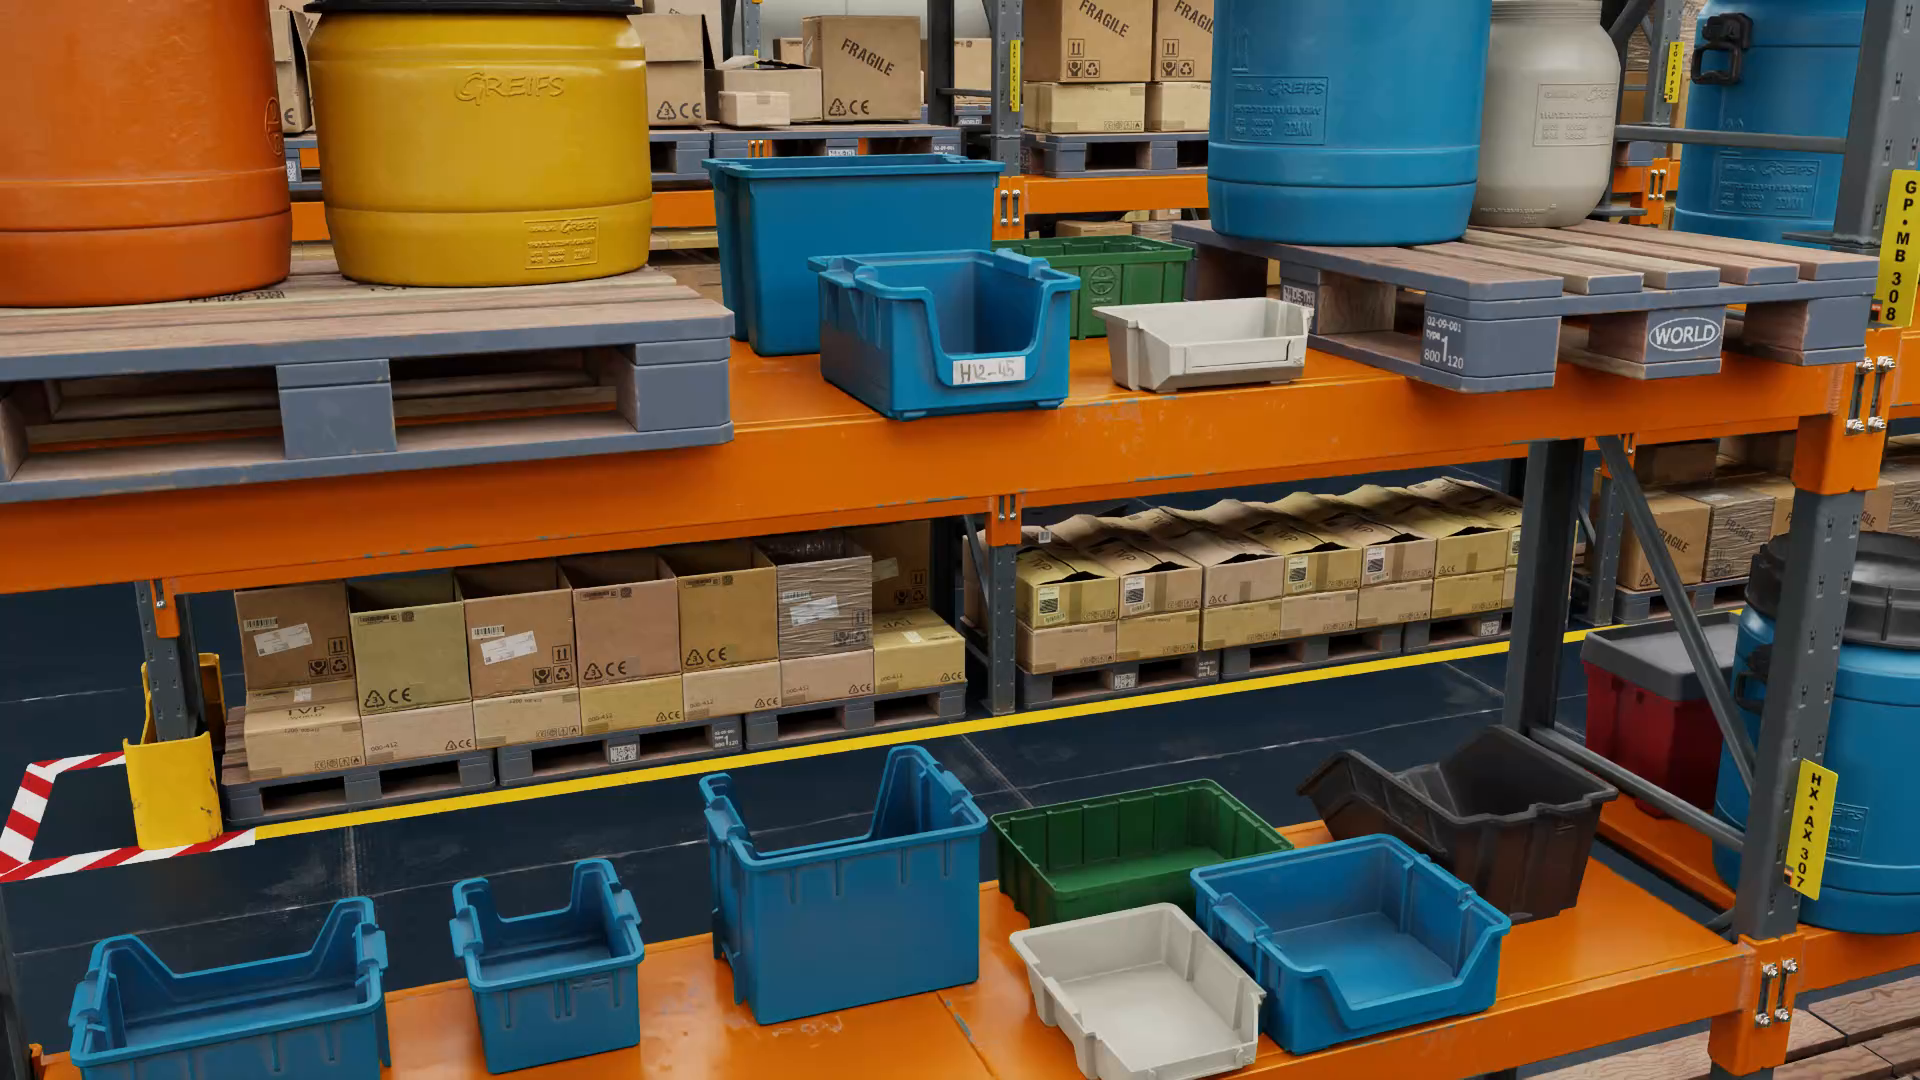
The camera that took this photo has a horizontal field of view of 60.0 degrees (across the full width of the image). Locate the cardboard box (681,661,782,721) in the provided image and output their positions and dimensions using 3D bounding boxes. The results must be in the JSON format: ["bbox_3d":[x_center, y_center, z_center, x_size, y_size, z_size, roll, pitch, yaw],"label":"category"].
[{"bbox_3d":[-1.226,0.694,8.545,0.500,0.250,0.500,-6,17,-20],"label":"cardboard box"}]

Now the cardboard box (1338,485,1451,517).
[{"bbox_3d":[2.714,-0.154,10.437,0.500,0.311,0.500,-7,18,-21],"label":"cardboard box"}]

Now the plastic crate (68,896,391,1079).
[{"bbox_3d":[-1.545,1.019,3.568,0.616,0.251,0.499,-6,17,-20],"label":"plastic crate"}]

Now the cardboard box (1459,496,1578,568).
[{"bbox_3d":[3.395,-0.067,10.141,0.500,0.311,0.500,-6,17,-19],"label":"cardboard box"}]

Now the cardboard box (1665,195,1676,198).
[{"bbox_3d":[7.627,-3.082,16.737,0.700,0.700,0.980,-7,18,-23],"label":"cardboard box"}]

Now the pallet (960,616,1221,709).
[{"bbox_3d":[0.735,0.624,9.600,1.213,0.211,1.003,-6,17,-20],"label":"pallet"}]

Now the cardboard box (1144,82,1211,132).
[{"bbox_3d":[1.151,-2.314,8.853,0.500,0.250,0.500,-8,18,-25],"label":"cardboard box"}]

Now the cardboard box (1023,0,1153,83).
[{"bbox_3d":[0.651,-2.610,8.529,0.500,0.500,0.500,-6,17,-19],"label":"cardboard box"}]

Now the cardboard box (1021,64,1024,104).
[{"bbox_3d":[0.776,-3.728,13.928,0.637,0.503,0.797,-4,17,-12],"label":"cardboard box"}]

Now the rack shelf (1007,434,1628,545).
[{"bbox_3d":[1.928,-0.486,9.707,4.000,0.370,1.077,-6,17,-20],"label":"rack shelf"}]

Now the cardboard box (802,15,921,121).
[{"bbox_3d":[-0.504,-2.404,8.467,0.500,0.500,0.500,-5,17,-16],"label":"cardboard box"}]

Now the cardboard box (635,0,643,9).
[{"bbox_3d":[-2.597,-3.729,12.162,0.500,0.500,0.500,-5,17,-17],"label":"cardboard box"}]

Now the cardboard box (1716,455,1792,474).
[{"bbox_3d":[5.556,-0.308,11.477,0.500,0.500,0.500,-7,18,-22],"label":"cardboard box"}]

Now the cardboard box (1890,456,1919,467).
[{"bbox_3d":[6.708,-0.275,11.368,0.500,0.500,0.500,-6,17,-20],"label":"cardboard box"}]

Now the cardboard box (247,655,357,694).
[{"bbox_3d":[-3.280,0.759,8.323,0.500,0.250,0.500,-6,17,-20],"label":"cardboard box"}]

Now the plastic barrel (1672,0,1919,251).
[{"bbox_3d":[2.227,-1.114,4.356,0.708,0.901,0.600,-6,17,-20],"label":"plastic barrel"}]

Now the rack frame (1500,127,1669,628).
[{"bbox_3d":[3.796,-1.033,10.293,0.127,3.000,1.000,-6,17,-20],"label":"rack frame"}]

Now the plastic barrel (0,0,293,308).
[{"bbox_3d":[-1.497,-0.852,2.845,0.708,0.830,0.600,-6,17,-20],"label":"plastic barrel"}]

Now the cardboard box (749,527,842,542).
[{"bbox_3d":[-0.949,0.145,9.085,0.500,0.500,0.500,-6,17,-20],"label":"cardboard box"}]

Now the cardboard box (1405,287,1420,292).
[{"bbox_3d":[4.086,-2.380,15.288,0.250,0.149,0.380,-6,17,-18],"label":"cardboard box"}]

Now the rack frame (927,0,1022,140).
[{"bbox_3d":[0.061,-3.508,8.074,0.127,3.000,1.000,-6,17,-20],"label":"rack frame"}]

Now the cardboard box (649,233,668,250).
[{"bbox_3d":[-2.510,-2.049,12.653,0.500,0.500,0.500,-6,17,-20],"label":"cardboard box"}]

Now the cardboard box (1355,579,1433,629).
[{"bbox_3d":[2.441,0.305,9.872,0.500,0.250,0.500,-6,17,-19],"label":"cardboard box"}]

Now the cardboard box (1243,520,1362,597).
[{"bbox_3d":[1.971,0.087,9.616,0.500,0.311,0.500,-6,17,-19],"label":"cardboard box"}]

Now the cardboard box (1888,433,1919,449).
[{"bbox_3d":[6.992,-0.463,12.008,0.500,0.500,0.500,-7,18,-23],"label":"cardboard box"}]

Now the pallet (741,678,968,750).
[{"bbox_3d":[-0.697,0.777,9.077,1.213,0.211,1.003,-6,17,-20],"label":"pallet"}]

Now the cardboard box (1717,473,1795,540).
[{"bbox_3d":[5.280,-0.119,10.836,0.500,0.500,0.500,-6,18,-21],"label":"cardboard box"}]

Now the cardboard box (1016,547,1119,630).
[{"bbox_3d":[0.536,0.243,9.087,0.500,0.311,0.500,-6,17,-20],"label":"cardboard box"}]

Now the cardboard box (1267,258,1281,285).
[{"bbox_3d":[2.565,-2.518,14.608,0.500,0.500,0.500,-6,17,-18],"label":"cardboard box"}]

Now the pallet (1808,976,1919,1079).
[{"bbox_3d":[3.690,1.798,5.600,1.213,0.211,1.003,-6,17,-20],"label":"pallet"}]

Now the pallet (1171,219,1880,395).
[{"bbox_3d":[1.191,-0.576,3.749,1.003,0.211,1.213,-6,17,-20],"label":"pallet"}]

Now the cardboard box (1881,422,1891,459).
[{"bbox_3d":[6.058,-0.722,11.559,0.500,0.250,0.500,-6,17,-20],"label":"cardboard box"}]

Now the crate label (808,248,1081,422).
[{"bbox_3d":[-0.040,-0.393,3.052,0.408,0.251,0.502,-6,17,-20],"label":"crate label"}]

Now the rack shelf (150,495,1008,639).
[{"bbox_3d":[-1.807,-0.083,8.334,4.000,0.370,1.077,-6,17,-20],"label":"rack shelf"}]

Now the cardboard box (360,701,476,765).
[{"bbox_3d":[-2.629,0.844,8.034,0.500,0.250,0.500,-6,17,-20],"label":"cardboard box"}]

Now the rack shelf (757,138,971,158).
[{"bbox_3d":[0.152,-3.228,13.722,4.000,0.370,1.077,-6,17,-20],"label":"rack shelf"}]

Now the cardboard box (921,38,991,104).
[{"bbox_3d":[-0.025,-3.780,13.400,0.500,0.500,0.500,-7,18,-22],"label":"cardboard box"}]

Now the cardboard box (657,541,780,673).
[{"bbox_3d":[-1.231,0.331,8.451,0.500,0.500,0.500,-6,17,-20],"label":"cardboard box"}]

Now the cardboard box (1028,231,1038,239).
[{"bbox_3d":[0.429,-2.414,14.036,0.500,0.500,0.700,-6,17,-20],"label":"cardboard box"}]

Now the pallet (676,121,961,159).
[{"bbox_3d":[-0.727,-1.934,8.193,1.213,0.211,1.003,-6,17,-20],"label":"pallet"}]

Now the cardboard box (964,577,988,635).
[{"bbox_3d":[0.344,0.370,9.650,0.500,0.250,0.500,-6,18,-21],"label":"cardboard box"}]

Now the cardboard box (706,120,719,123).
[{"bbox_3d":[-2.101,-3.313,12.521,0.500,0.500,0.500,-6,17,-19],"label":"cardboard box"}]

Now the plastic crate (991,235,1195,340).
[{"bbox_3d":[0.259,-0.576,3.790,0.450,0.188,0.336,-6,17,-20],"label":"plastic crate"}]

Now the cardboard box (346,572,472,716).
[{"bbox_3d":[-2.628,0.485,7.927,0.500,0.500,0.500,-6,17,-20],"label":"cardboard box"}]

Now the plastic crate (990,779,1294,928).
[{"bbox_3d":[0.461,0.838,4.297,0.662,0.188,0.450,-6,17,-20],"label":"plastic crate"}]

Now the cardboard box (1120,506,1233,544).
[{"bbox_3d":[1.287,-0.001,9.918,0.500,0.311,0.500,-6,17,-20],"label":"cardboard box"}]

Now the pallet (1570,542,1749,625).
[{"bbox_3d":[4.506,0.240,10.908,1.213,0.211,1.003,-6,17,-20],"label":"pallet"}]

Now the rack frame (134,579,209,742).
[{"bbox_3d":[-3.675,-0.227,7.546,0.127,3.000,1.000,-6,17,-20],"label":"rack frame"}]

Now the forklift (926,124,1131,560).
[{"bbox_3d":[0.488,-1.294,11.303,3.031,2.935,1.130,13,21,37],"label":"forklift"}]

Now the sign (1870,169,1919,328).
[{"bbox_3d":[2.016,-0.624,3.559,0.005,0.325,0.100,-6,17,-20],"label":"sign"}]

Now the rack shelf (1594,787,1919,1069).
[{"bbox_3d":[3.697,0.817,5.268,4.000,0.370,1.077,-6,17,-20],"label":"rack shelf"}]

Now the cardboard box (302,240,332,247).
[{"bbox_3d":[-4.613,-1.979,12.412,0.500,0.500,0.500,-6,17,-19],"label":"cardboard box"}]

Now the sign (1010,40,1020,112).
[{"bbox_3d":[0.261,-2.209,7.916,0.005,0.325,0.100,-6,17,-20],"label":"sign"}]

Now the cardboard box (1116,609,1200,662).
[{"bbox_3d":[1.004,0.461,9.338,0.500,0.250,0.500,-6,17,-19],"label":"cardboard box"}]

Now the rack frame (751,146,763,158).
[{"bbox_3d":[-1.715,-1.933,13.356,0.127,3.000,1.000,-6,17,-20],"label":"rack frame"}]

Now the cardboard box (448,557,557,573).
[{"bbox_3d":[-2.352,0.294,8.576,0.500,0.500,0.500,-6,17,-20],"label":"cardboard box"}]

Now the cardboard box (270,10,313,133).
[{"bbox_3d":[-3.136,-2.041,7.223,0.637,0.503,0.797,-5,17,-16],"label":"cardboard box"}]
